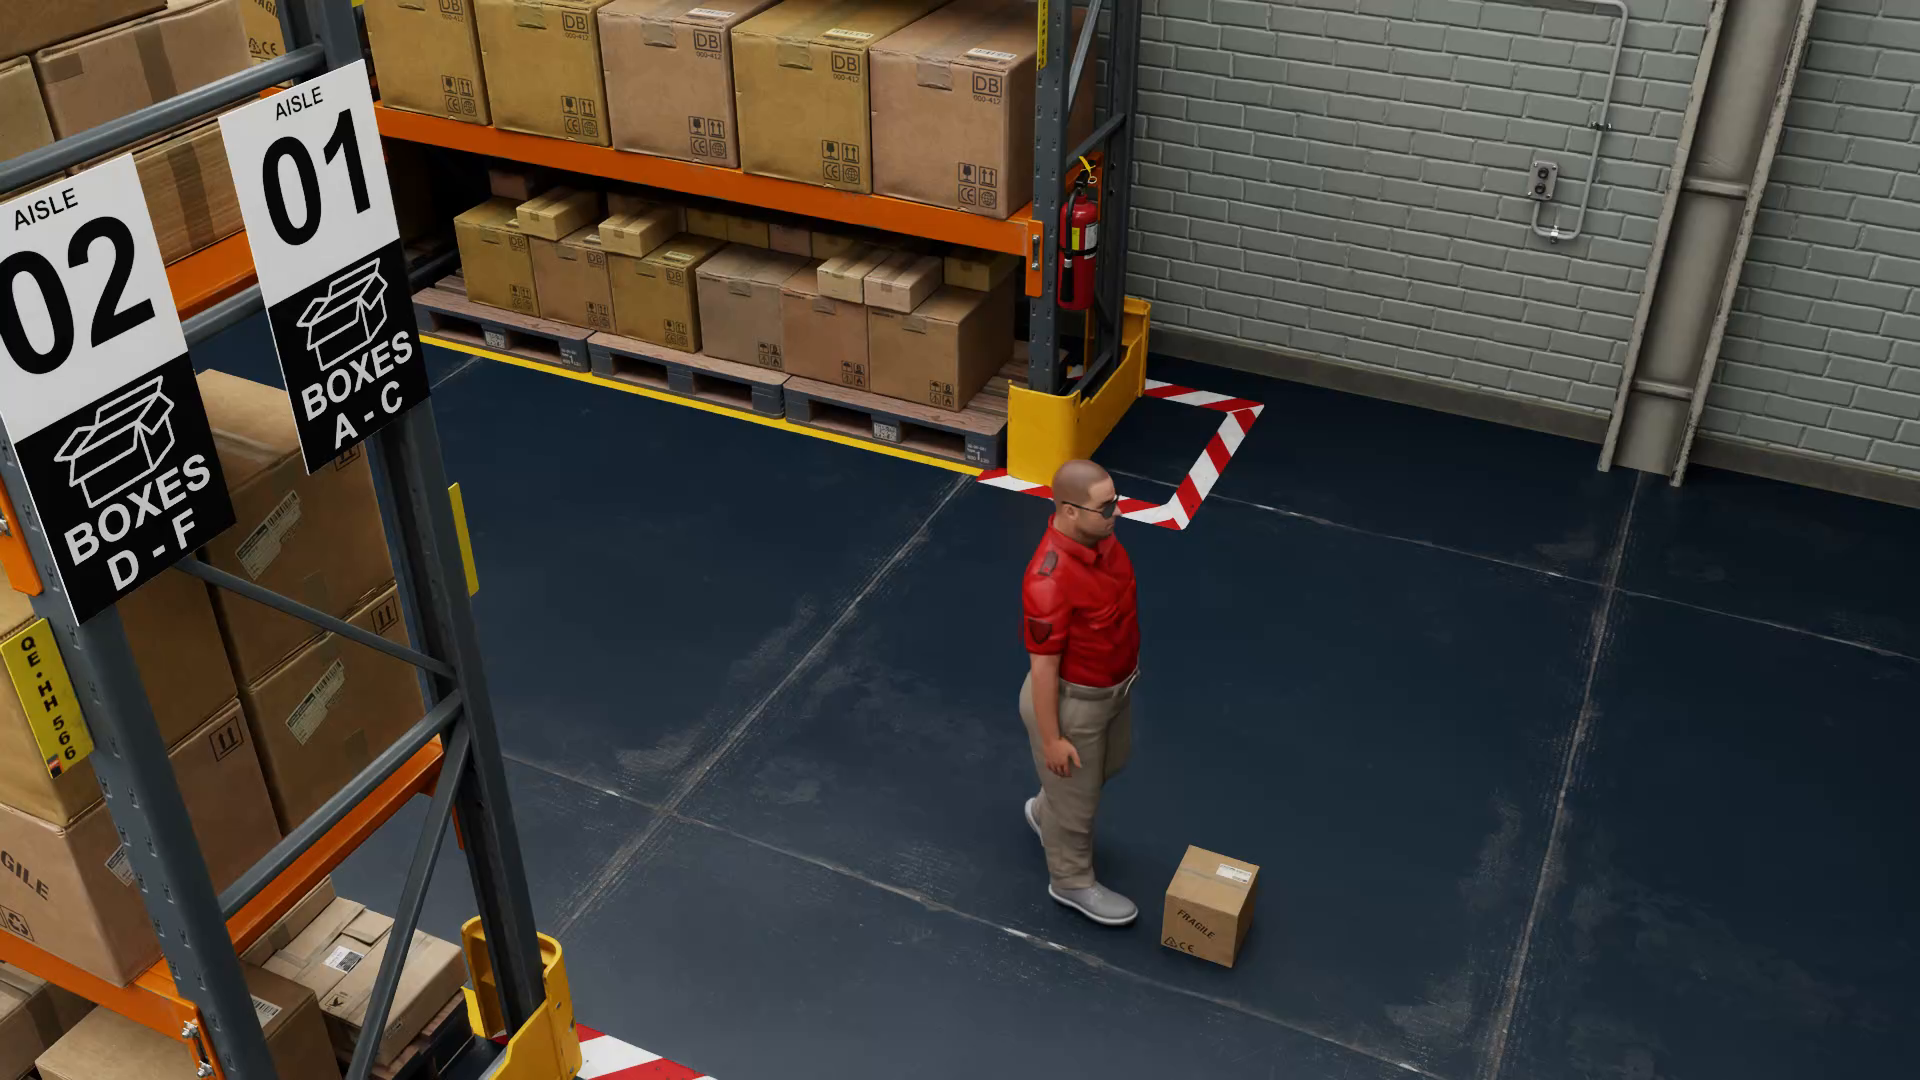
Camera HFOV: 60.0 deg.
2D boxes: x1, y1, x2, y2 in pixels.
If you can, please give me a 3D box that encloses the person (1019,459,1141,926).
[{"bbox_3d":[0.405,0.535,5.404,0.505,1.792,0.556,14,36,21],"label":"person"}]
